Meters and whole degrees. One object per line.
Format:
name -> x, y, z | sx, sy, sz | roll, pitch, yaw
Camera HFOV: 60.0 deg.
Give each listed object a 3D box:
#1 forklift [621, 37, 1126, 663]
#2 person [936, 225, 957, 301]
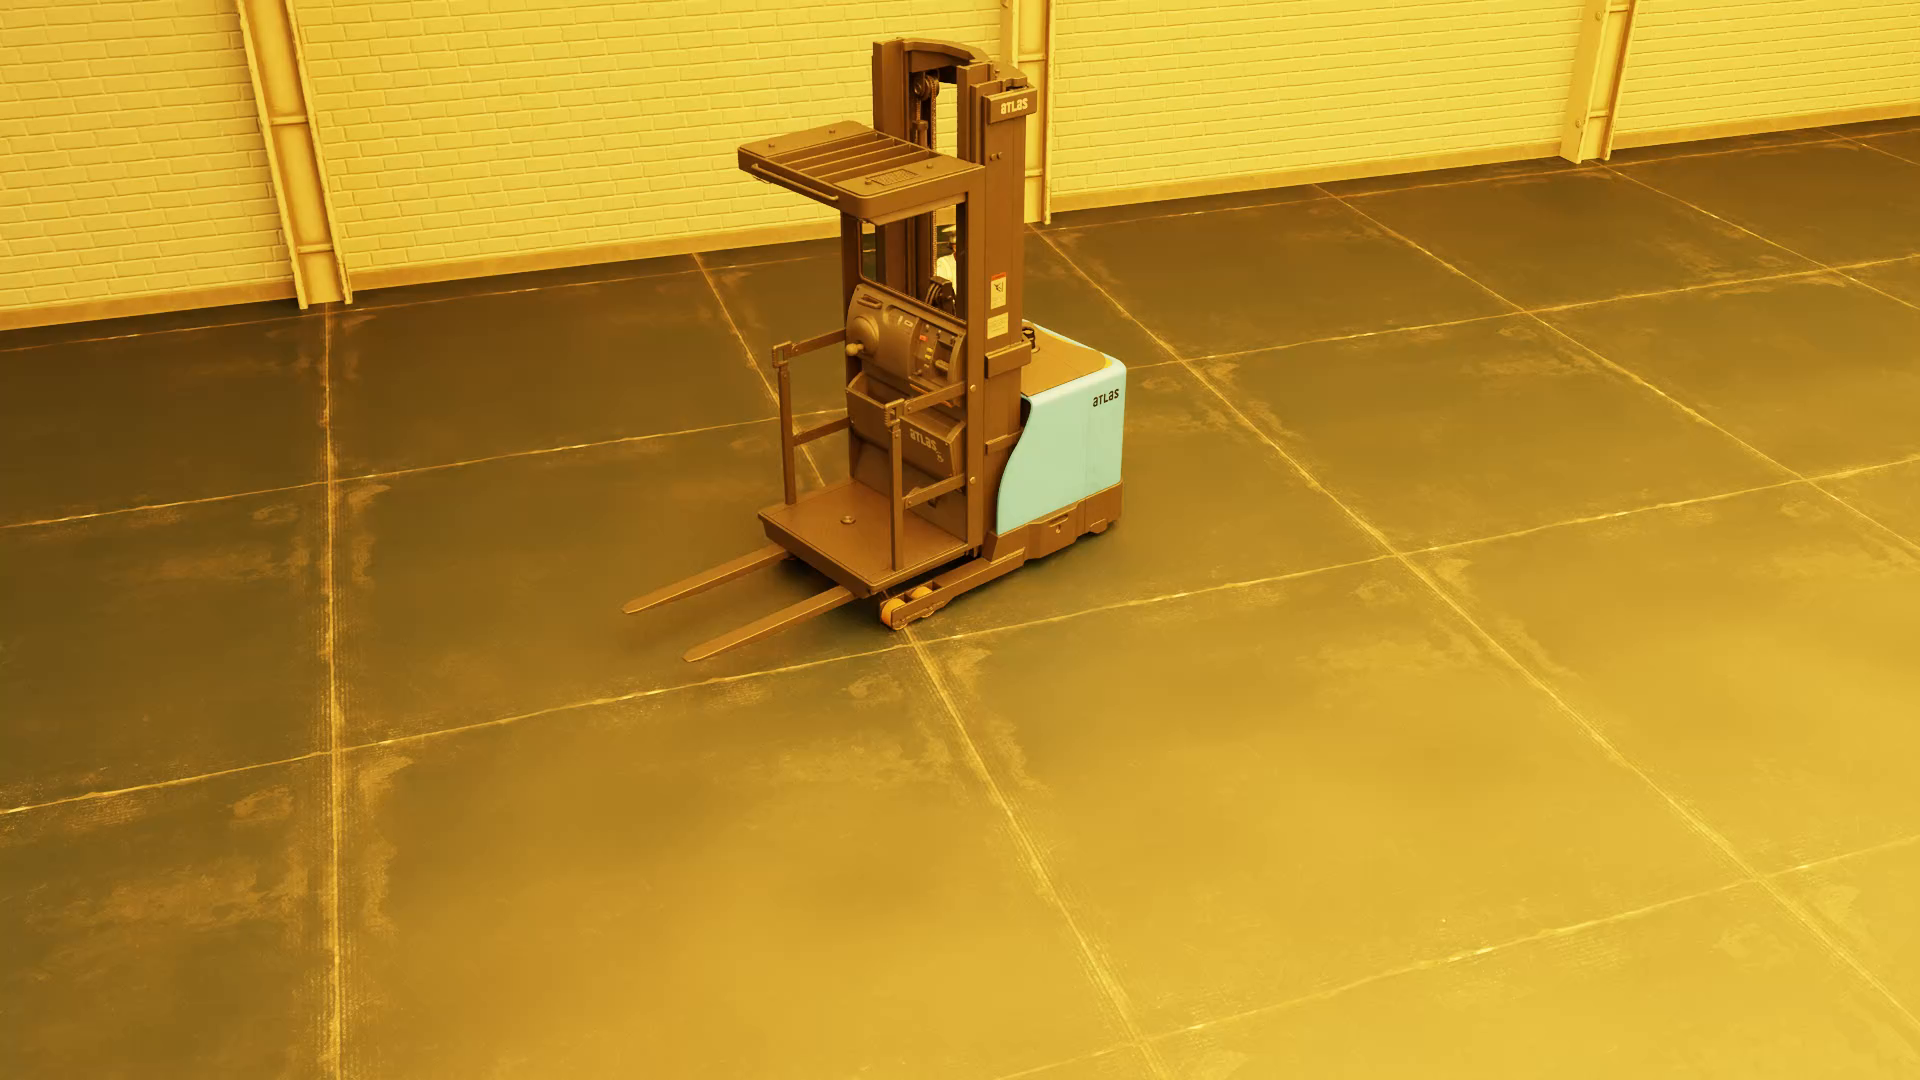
forklift -> -0.461, -1.072, 8.951 | 3.031, 2.935, 1.130 | -23, 37, -34
person -> 0.034, -1.148, 10.322 | 0.573, 1.680, 0.567 | -18, 34, -28
